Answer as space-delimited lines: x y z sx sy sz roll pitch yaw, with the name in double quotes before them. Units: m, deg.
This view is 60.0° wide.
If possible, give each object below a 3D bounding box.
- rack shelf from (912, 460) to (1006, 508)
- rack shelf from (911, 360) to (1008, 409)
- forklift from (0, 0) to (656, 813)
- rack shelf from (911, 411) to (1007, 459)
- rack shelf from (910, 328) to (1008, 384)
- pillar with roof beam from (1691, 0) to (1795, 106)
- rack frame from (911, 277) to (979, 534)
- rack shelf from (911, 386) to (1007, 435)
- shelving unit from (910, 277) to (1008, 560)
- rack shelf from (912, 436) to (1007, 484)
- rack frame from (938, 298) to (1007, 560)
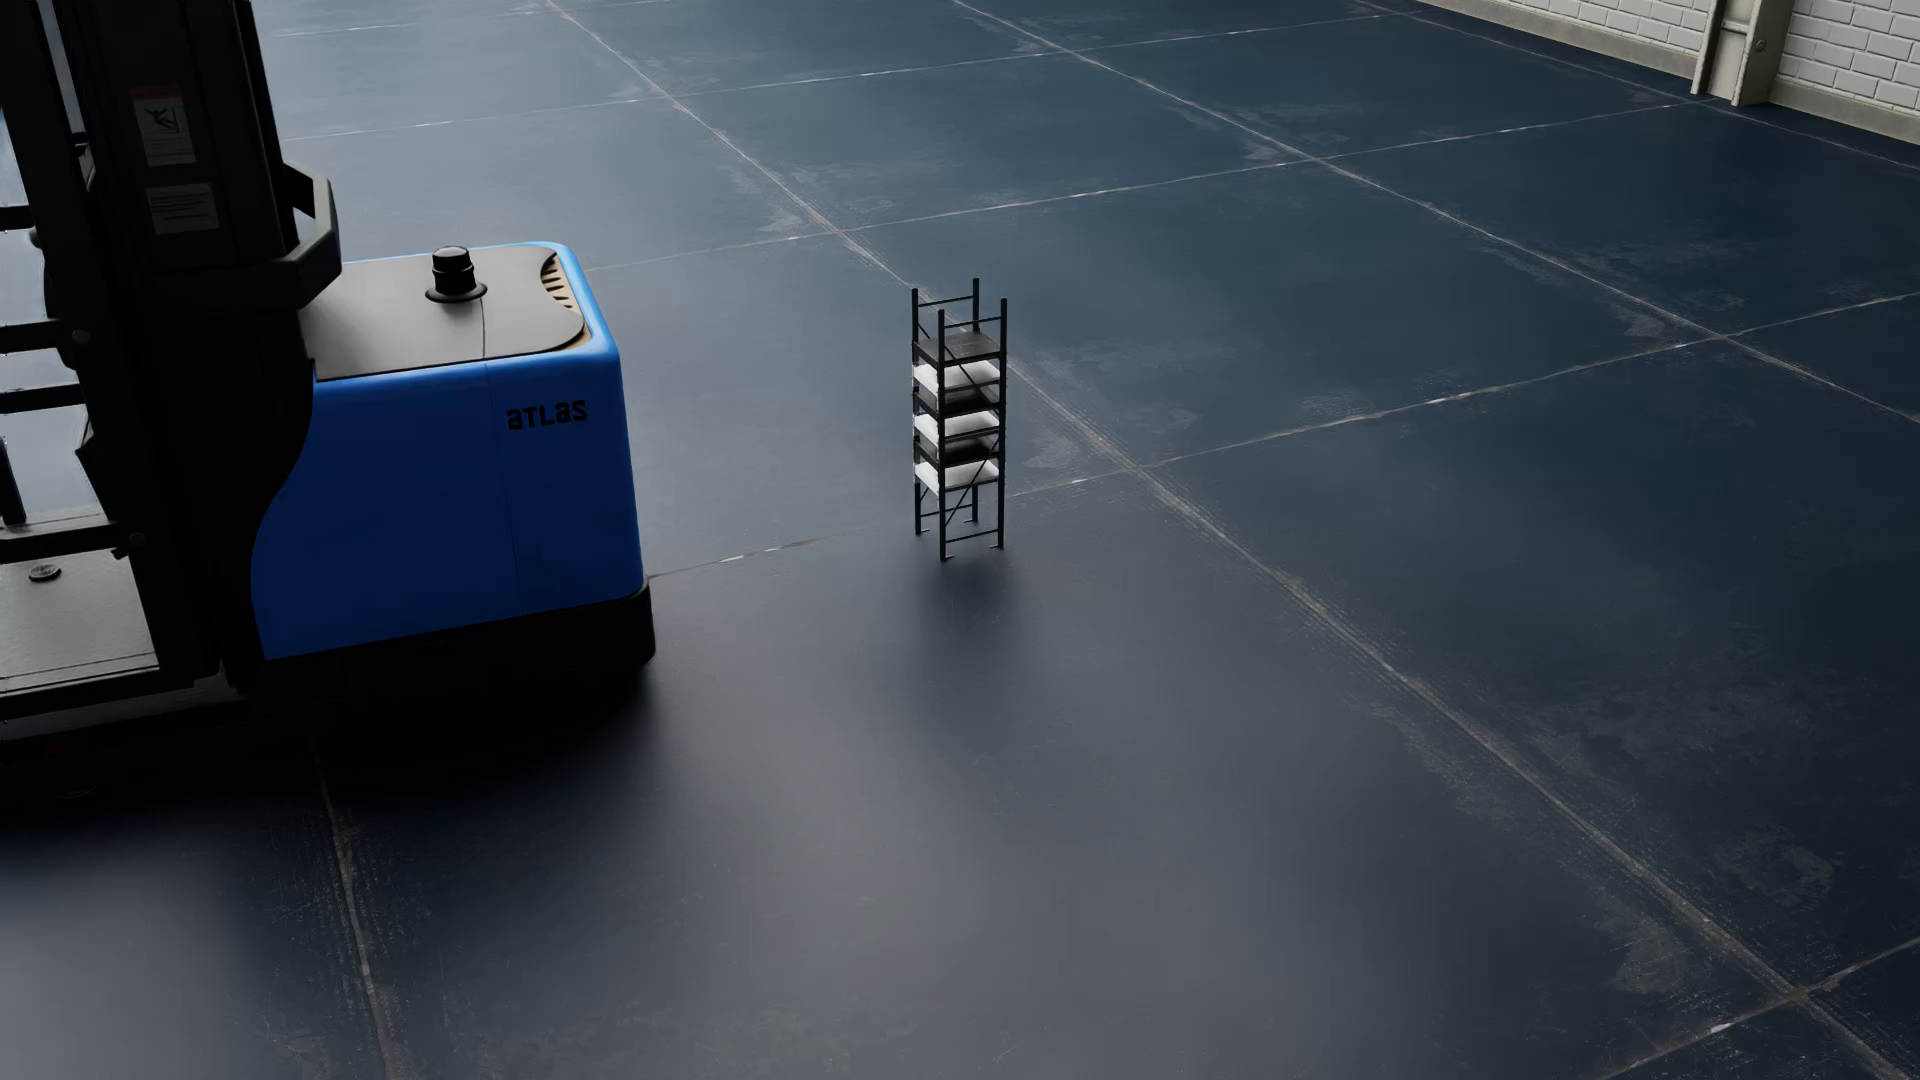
"rack shelf" -0.003 -0.210 5.641 0.258 0.077 0.200 -13 32 -22
"rack shelf" -0.003 -0.524 5.465 0.258 0.077 0.200 -13 32 -22
"forklift" -2.489 -0.838 4.248 3.031 2.935 1.130 -10 31 -17
"rack shelf" -0.003 -0.367 5.553 0.258 0.077 0.200 -13 32 -22
"rack shelf" -0.003 -0.603 5.421 0.258 0.077 0.200 -13 32 -22
"pillar with roof beam" 1.190 -5.943 7.149 9.100 9.000 0.400 -13 32 -22
"rack frame" -0.047 -0.441 5.616 0.240 0.900 0.006 -13 32 -22
"rack shelf" -0.003 -0.446 5.509 0.258 0.077 0.200 -13 32 -22
"shelving unit" -0.003 -0.396 5.536 0.258 0.900 0.210 -13 32 -22
"rack shelf" -0.003 -0.289 5.597 0.258 0.077 0.200 -13 32 -22
"rack frame" 0.040 -0.351 5.456 0.240 0.900 0.006 -13 32 -22
